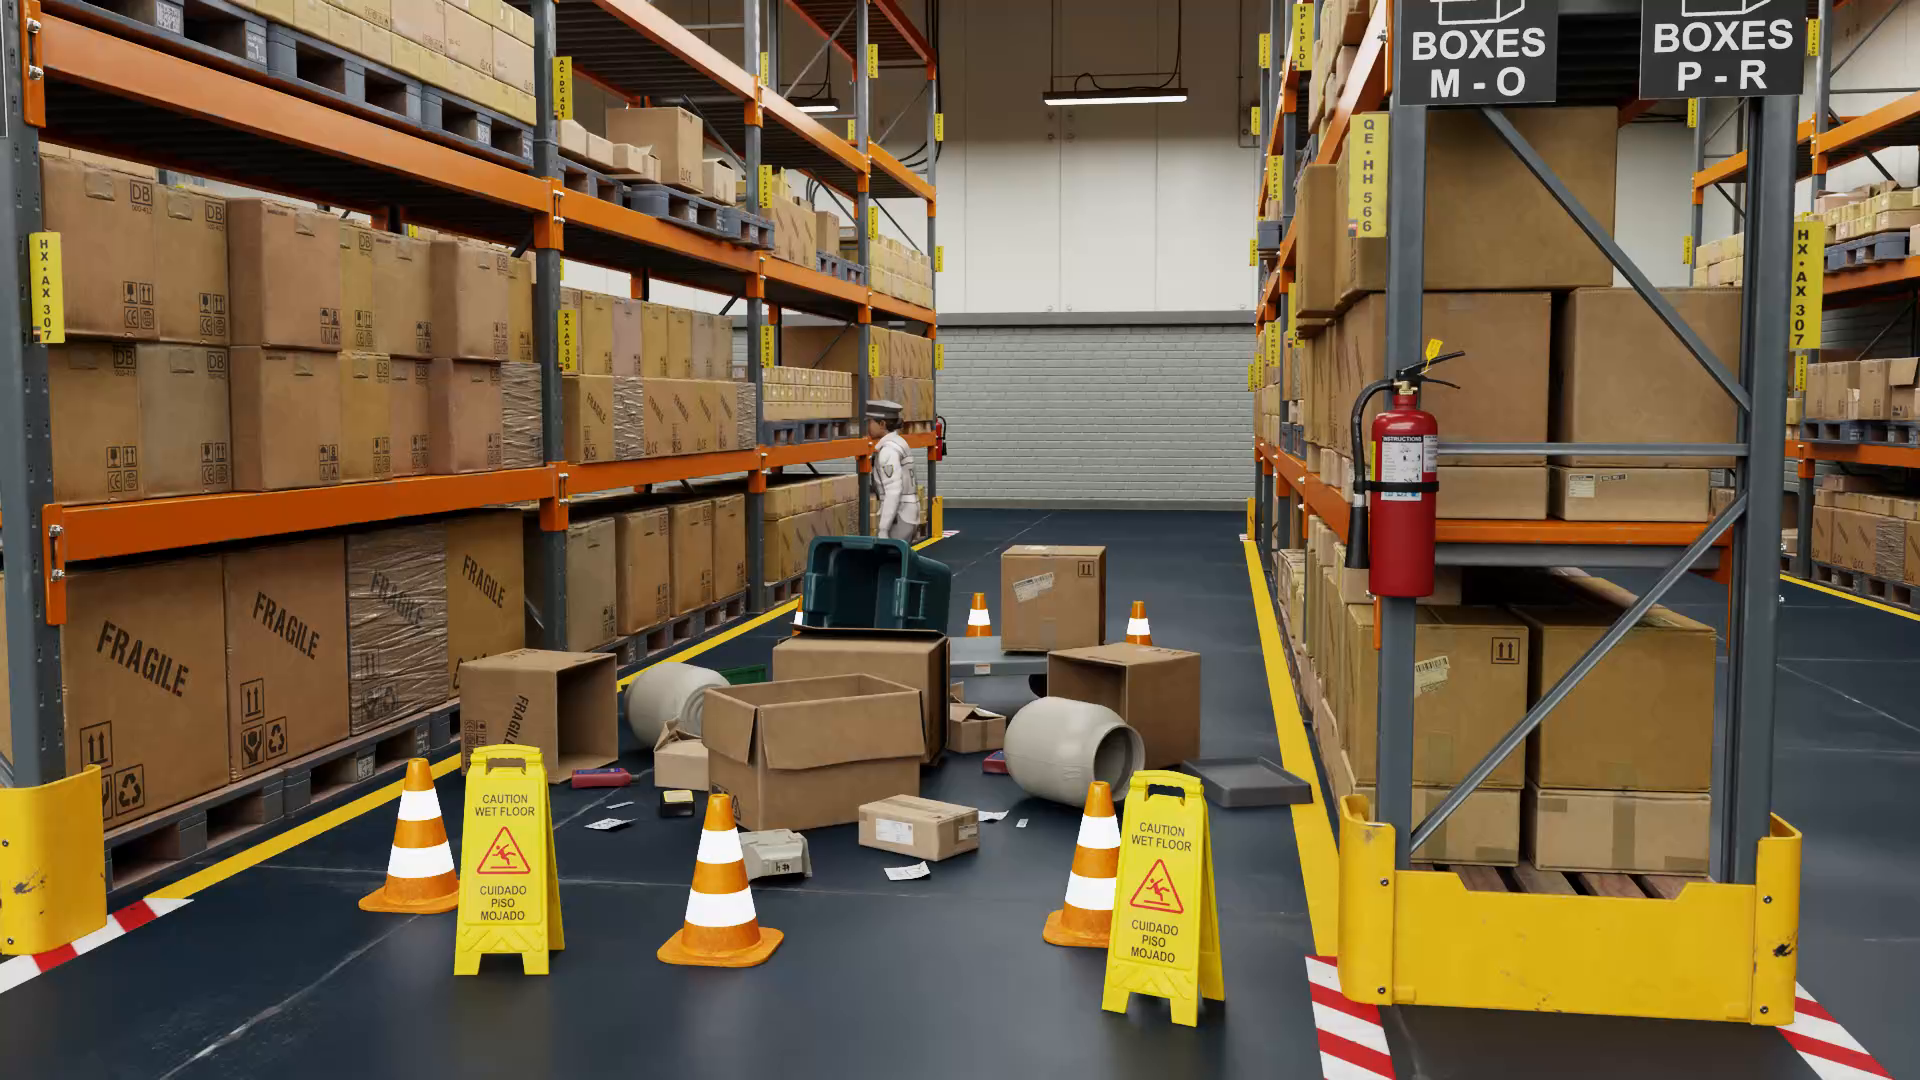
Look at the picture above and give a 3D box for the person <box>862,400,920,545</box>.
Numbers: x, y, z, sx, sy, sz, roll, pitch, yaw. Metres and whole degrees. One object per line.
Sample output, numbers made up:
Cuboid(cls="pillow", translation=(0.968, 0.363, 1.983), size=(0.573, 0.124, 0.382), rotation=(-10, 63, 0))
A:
Cuboid(cls="person", translation=(-0.445, -0.078, 10.835), size=(0.371, 1.666, 0.547), rotation=(0, 5, 5))
